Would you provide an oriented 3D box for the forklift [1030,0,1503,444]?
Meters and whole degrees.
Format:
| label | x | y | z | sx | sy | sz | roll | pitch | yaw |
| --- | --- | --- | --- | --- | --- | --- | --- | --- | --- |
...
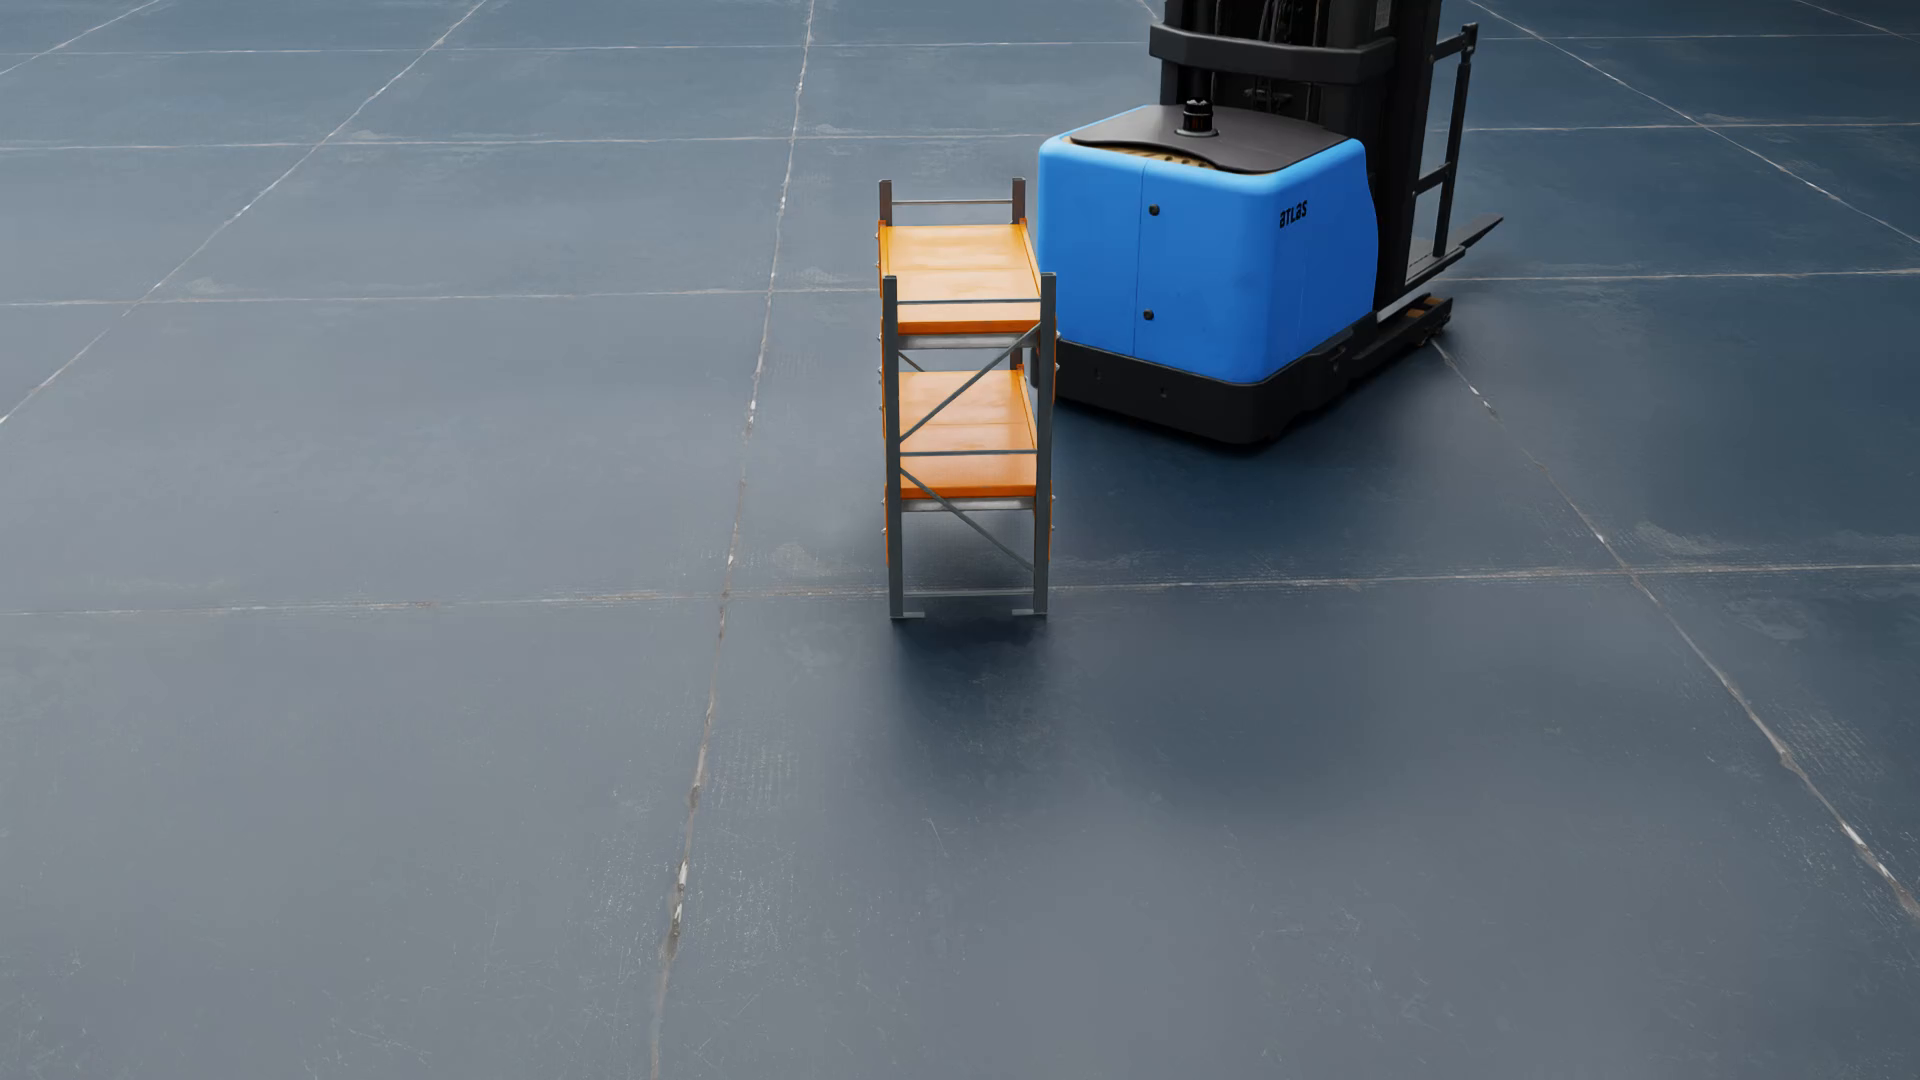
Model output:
| label | x | y | z | sx | sy | sz | roll | pitch | yaw |
| --- | --- | --- | --- | --- | --- | --- | --- | --- | --- |
| forklift | 1.575 | -2.283 | 6.959 | 1.130 | 2.935 | 3.031 | 19 | 33 | 32 |

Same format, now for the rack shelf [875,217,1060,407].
| label | x | y | z | sx | sy | sz | roll | pitch | yaw |
| --- | --- | --- | --- | --- | --- | --- | --- | --- | --- |
| rack shelf | 0.000 | -0.755 | 5.349 | 0.538 | 0.278 | 1.000 | -1 | 28 | -3 |

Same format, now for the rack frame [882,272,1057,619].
| label | x | y | z | sx | sy | sz | roll | pitch | yaw |
| --- | --- | --- | --- | --- | --- | --- | --- | --- | --- |
| rack frame | 0.027 | -0.261 | 5.034 | 0.500 | 1.125 | 0.032 | -1 | 28 | -3 |

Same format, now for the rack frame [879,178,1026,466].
| label | x | y | z | sx | sy | sz | roll | pitch | yaw |
| --- | --- | --- | --- | --- | --- | --- | --- | --- | --- |
| rack frame | -0.026 | -0.730 | 5.934 | 0.500 | 1.125 | 0.032 | -1 | 28 | -3 |

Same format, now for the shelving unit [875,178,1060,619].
| label | x | y | z | sx | sy | sz | roll | pitch | yaw |
| --- | --- | --- | --- | --- | --- | --- | --- | --- | --- |
| shelving unit | 0.000 | -0.496 | 5.484 | 0.538 | 1.125 | 1.048 | -1 | 28 | -3 |

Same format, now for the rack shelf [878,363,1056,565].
| label | x | y | z | sx | sy | sz | roll | pitch | yaw |
| --- | --- | --- | --- | --- | --- | --- | --- | --- | --- |
| rack shelf | 0.000 | -0.279 | 5.597 | 0.538 | 0.278 | 1.000 | -1 | 28 | -3 |
